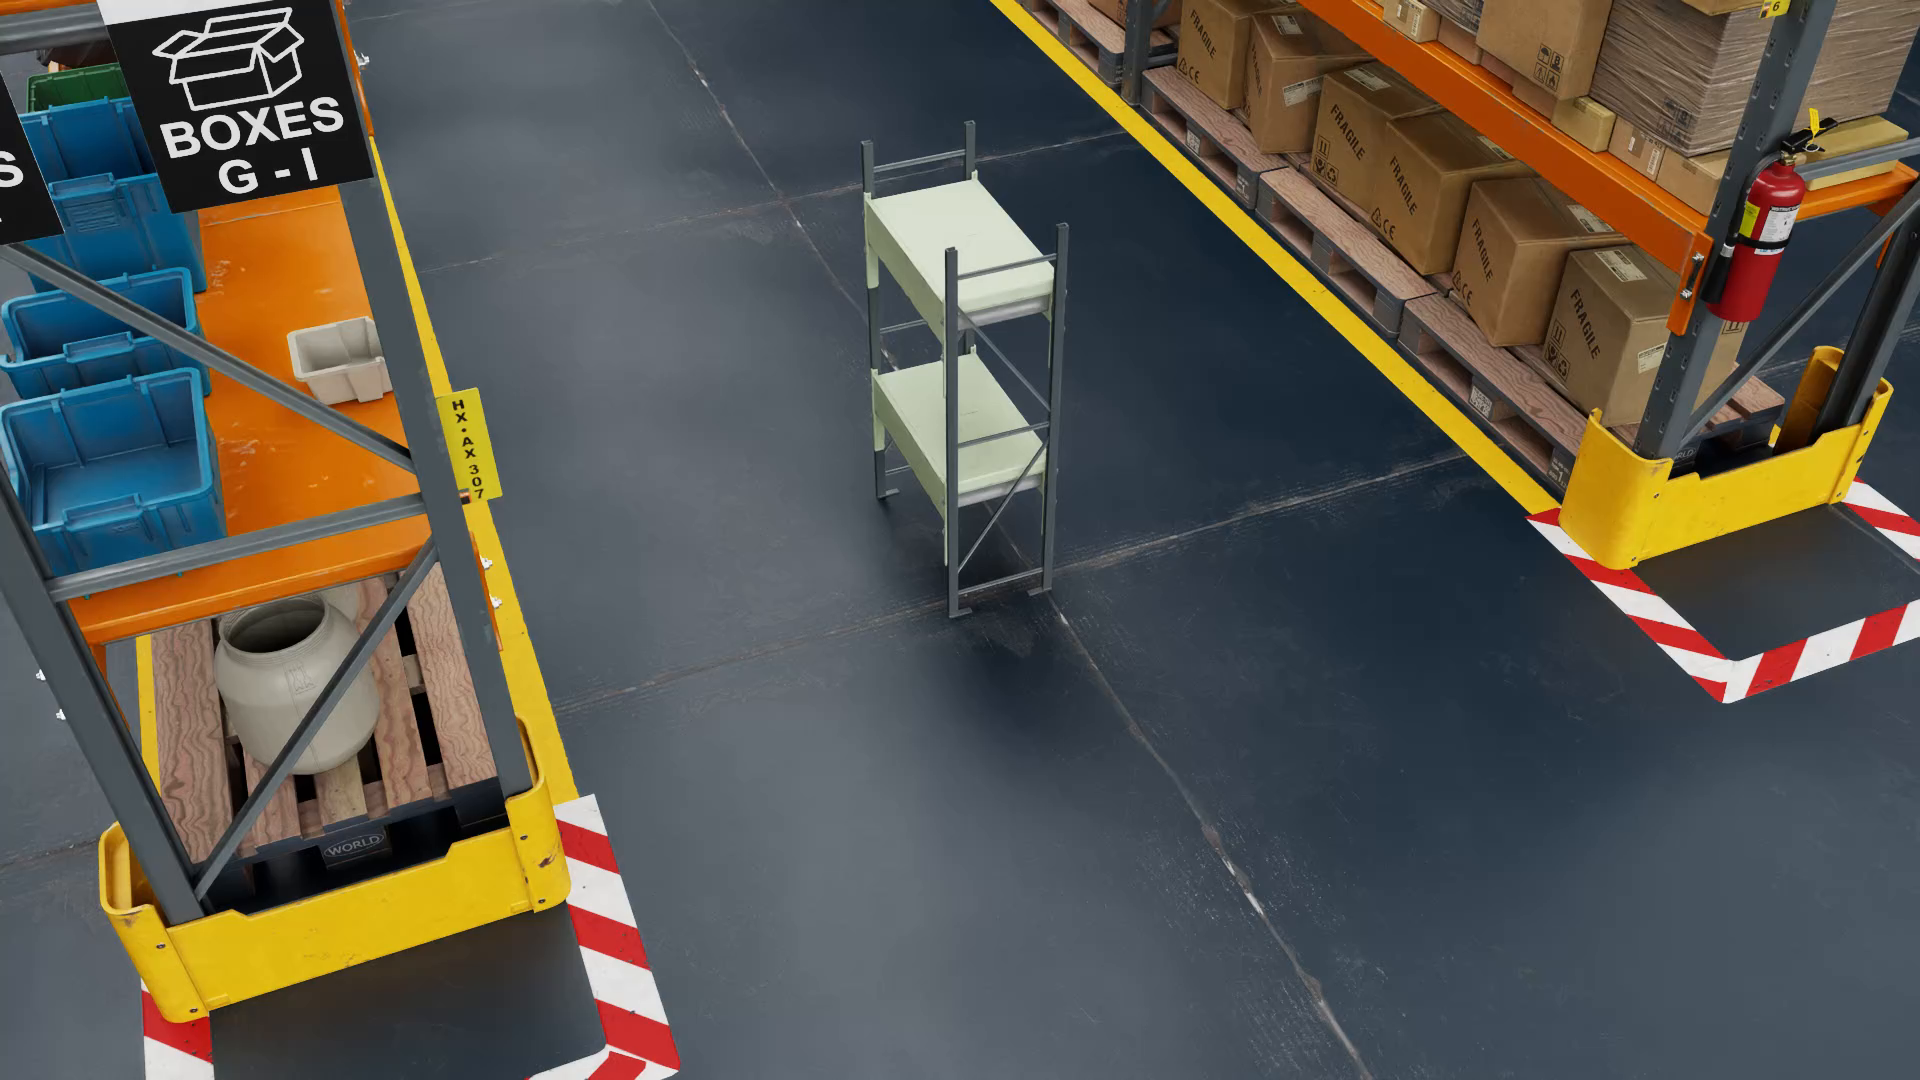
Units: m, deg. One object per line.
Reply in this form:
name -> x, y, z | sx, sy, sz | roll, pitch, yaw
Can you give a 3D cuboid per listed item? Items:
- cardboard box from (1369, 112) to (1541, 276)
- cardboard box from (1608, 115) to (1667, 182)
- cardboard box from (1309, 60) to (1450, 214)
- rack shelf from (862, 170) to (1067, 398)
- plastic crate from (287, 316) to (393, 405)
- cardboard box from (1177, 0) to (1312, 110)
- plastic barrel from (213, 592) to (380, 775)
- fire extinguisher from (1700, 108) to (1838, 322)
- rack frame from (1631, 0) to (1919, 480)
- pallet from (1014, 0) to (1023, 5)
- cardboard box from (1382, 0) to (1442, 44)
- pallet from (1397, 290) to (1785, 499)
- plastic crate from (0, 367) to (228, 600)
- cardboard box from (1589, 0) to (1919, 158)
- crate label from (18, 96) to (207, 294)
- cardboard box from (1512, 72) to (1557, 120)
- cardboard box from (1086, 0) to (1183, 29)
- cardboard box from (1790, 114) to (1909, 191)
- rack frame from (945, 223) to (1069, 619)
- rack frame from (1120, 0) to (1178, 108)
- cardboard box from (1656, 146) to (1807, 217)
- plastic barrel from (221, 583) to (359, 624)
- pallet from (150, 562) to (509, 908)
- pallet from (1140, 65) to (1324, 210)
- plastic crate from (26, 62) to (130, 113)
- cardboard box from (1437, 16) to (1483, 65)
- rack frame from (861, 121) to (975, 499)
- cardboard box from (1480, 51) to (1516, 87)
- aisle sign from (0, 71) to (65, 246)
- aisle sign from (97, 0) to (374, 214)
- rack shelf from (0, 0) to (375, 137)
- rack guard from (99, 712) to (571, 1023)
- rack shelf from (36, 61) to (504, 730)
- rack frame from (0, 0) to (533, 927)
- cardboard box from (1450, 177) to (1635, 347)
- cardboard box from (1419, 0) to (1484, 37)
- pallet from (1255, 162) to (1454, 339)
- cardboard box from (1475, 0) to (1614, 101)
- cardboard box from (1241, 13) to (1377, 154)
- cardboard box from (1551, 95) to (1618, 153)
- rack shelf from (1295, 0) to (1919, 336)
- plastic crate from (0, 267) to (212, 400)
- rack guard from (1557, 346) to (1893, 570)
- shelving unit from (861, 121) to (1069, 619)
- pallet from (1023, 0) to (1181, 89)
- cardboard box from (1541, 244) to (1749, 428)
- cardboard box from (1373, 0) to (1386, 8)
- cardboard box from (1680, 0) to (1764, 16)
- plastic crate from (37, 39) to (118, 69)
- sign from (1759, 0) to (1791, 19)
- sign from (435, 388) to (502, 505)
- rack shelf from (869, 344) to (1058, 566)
cardboard box -> 2.182, -1.543, 7.338 | 0.500, 0.500, 0.500 | -11, 42, -13
cardboard box -> 2.493, -1.393, 5.762 | 0.380, 0.149, 0.250 | -15, 43, -17
cardboard box -> 2.010, -1.890, 7.742 | 0.500, 0.500, 0.500 | -19, 44, -21
rack shelf -> 0.003, -0.861, 5.502 | 0.431, 0.370, 0.720 | -15, 43, -17
plastic crate -> -1.733, -0.501, 4.735 | 0.298, 0.136, 0.250 | -15, 43, -17
cardboard box -> 1.473, -2.588, 8.554 | 0.500, 0.500, 0.500 | -16, 43, -18
plastic barrel -> -2.011, 0.425, 5.041 | 0.421, 0.512, 0.421 | 0, 41, 0
fire extinguisher -> 2.506, -1.004, 5.177 | 0.296, 0.674, 0.183 | -15, 43, -17
rack frame -> 2.888, -1.217, 5.365 | 1.000, 3.000, 0.127 | -15, 43, -17
pallet -> 0.587, -3.774, 10.477 | 1.003, 0.211, 1.213 | -15, 43, -17
cardboard box -> 1.917, -2.120, 6.607 | 0.380, 0.149, 0.250 | -15, 43, -17
pallet -> 2.581, -0.704, 6.907 | 1.003, 0.211, 1.213 | -15, 43, -17
plastic crate -> -2.156, -0.152, 4.241 | 0.499, 0.251, 0.616 | -15, 43, -17
cardboard box -> 2.703, -1.706, 5.629 | 0.875, 0.500, 0.500 | -15, 43, -17
crate label -> -2.642, -1.037, 5.128 | 0.502, 0.435, 0.616 | -15, 43, -17
cardboard box -> 2.268, -1.685, 6.102 | 0.380, 0.149, 0.250 | -15, 43, -17
cardboard box -> 1.142, -3.221, 9.275 | 0.700, 0.500, 0.500 | -18, 44, -20
cardboard box -> 2.999, -1.353, 5.716 | 0.380, 0.149, 0.250 | -15, 43, -17
rack frame -> 0.143, -0.344, 5.500 | 0.400, 1.500, 0.023 | -15, 43, -17
rack frame -> 1.357, -3.627, 8.167 | 1.000, 3.000, 0.127 | -15, 43, -17
cardboard box -> 2.588, -1.242, 5.587 | 0.380, 0.149, 0.250 | -15, 43, -17
plastic barrel -> -2.202, 0.123, 5.393 | 0.421, 0.512, 0.421 | 0, 41, 0
pallet -> -2.067, 0.551, 5.448 | 1.003, 0.211, 1.213 | -15, 43, -17
pallet -> 1.647, -2.174, 8.616 | 1.003, 0.211, 1.213 | -15, 43, -17
plastic crate -> -2.960, -1.423, 5.767 | 0.450, 0.188, 0.662 | -15, 43, -17
cardboard box -> 2.095, -1.991, 6.458 | 0.380, 0.149, 0.250 | -15, 43, -17
rack frame -> -0.137, -0.785, 6.013 | 0.400, 1.500, 0.023 | -15, 43, -17
cardboard box -> 2.211, -1.846, 6.289 | 0.380, 0.149, 0.250 | -15, 43, -17
aisle sign -> -1.935, -0.850, 2.944 | 0.394, 0.787, 0.004 | -15, 43, -17
aisle sign -> -1.390, -0.997, 3.115 | 0.394, 0.787, 0.004 | -15, 43, -17
rack shelf -> -2.453, -2.051, 4.586 | 1.077, 0.370, 4.000 | -15, 43, -17
rack guard -> -1.761, 0.932, 4.783 | 1.175, 0.500, 0.348 | -15, 43, -17
rack shelf -> -2.453, -0.914, 5.564 | 1.077, 0.370, 4.000 | -15, 43, -17
rack frame -> -1.688, 0.018, 3.928 | 1.000, 3.000, 0.127 | -15, 43, -17
cardboard box -> 2.404, -1.161, 6.894 | 0.500, 0.500, 0.500 | -5, 41, -6
cardboard box -> 2.249, -2.290, 6.307 | 0.875, 0.500, 0.500 | -15, 43, -17
pallet -> 2.118, -1.438, 7.760 | 1.003, 0.211, 1.213 | -15, 43, -17
cardboard box -> 2.401, -1.978, 5.944 | 0.875, 0.500, 0.500 | -15, 43, -17
cardboard box -> 1.700, -2.244, 8.155 | 0.500, 0.500, 0.500 | -3, 41, -3
cardboard box -> 2.350, -1.531, 5.922 | 0.380, 0.149, 0.250 | -15, 43, -17
rack shelf -> 2.123, -2.150, 7.001 | 1.077, 0.370, 4.000 | -15, 43, -17
plastic crate -> -2.399, -0.545, 4.697 | 0.499, 0.251, 0.408 | -15, 43, -17
rack guard -> 2.859, -0.315, 6.233 | 1.175, 0.500, 0.348 | -15, 43, -17
shelving unit -> 0.003, -0.565, 5.756 | 0.431, 1.500, 0.755 | -15, 43, -17
pallet -> 1.058, -3.038, 9.621 | 1.003, 0.211, 1.213 | -15, 43, -17
cardboard box -> 2.664, -0.809, 6.486 | 0.500, 0.500, 0.500 | -8, 41, -9
cardboard box -> 1.886, -2.288, 6.802 | 0.380, 0.149, 0.250 | -15, 43, -17
cardboard box -> 2.449, -2.017, 5.223 | 0.500, 0.500, 0.500 | -15, 43, -17
plastic crate -> -3.136, -2.021, 6.347 | 0.767, 0.338, 0.504 | -15, 43, -17
sign -> 2.367, -1.650, 4.738 | 0.100, 0.325, 0.005 | -15, 43, -17
sign -> -1.178, -0.221, 3.995 | 0.100, 0.325, 0.005 | -15, 43, -17
rack shelf -> 0.003, -0.317, 5.969 | 0.431, 0.370, 0.720 | -15, 43, -17
